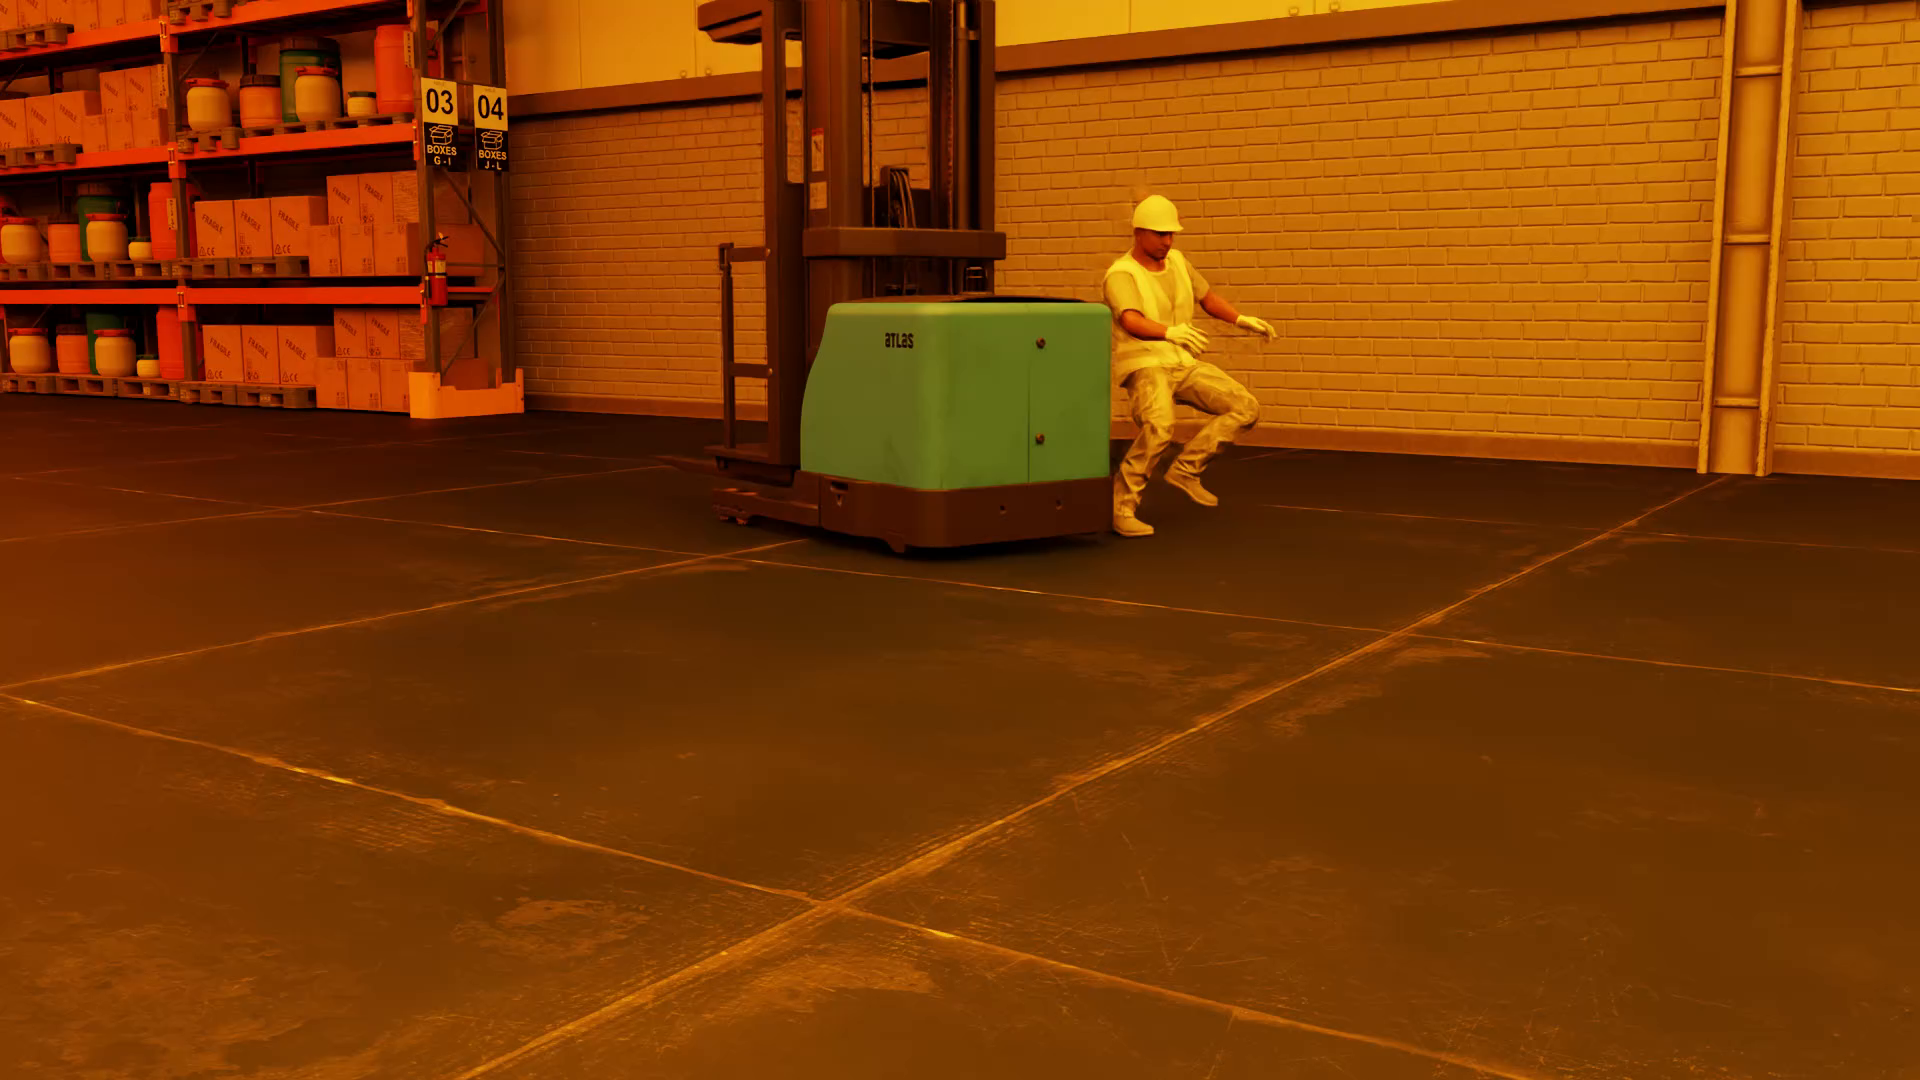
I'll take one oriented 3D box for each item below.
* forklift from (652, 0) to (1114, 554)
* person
[{"bbox_3d":[-0.580,-1.557,8.141,1.130,2.935,3.031,-6,10,-35],"label":"forklift"},{"bbox_3d":[1.077,-0.839,7.907,0.921,1.576,0.796,-6,10,-38],"label":"person"}]
